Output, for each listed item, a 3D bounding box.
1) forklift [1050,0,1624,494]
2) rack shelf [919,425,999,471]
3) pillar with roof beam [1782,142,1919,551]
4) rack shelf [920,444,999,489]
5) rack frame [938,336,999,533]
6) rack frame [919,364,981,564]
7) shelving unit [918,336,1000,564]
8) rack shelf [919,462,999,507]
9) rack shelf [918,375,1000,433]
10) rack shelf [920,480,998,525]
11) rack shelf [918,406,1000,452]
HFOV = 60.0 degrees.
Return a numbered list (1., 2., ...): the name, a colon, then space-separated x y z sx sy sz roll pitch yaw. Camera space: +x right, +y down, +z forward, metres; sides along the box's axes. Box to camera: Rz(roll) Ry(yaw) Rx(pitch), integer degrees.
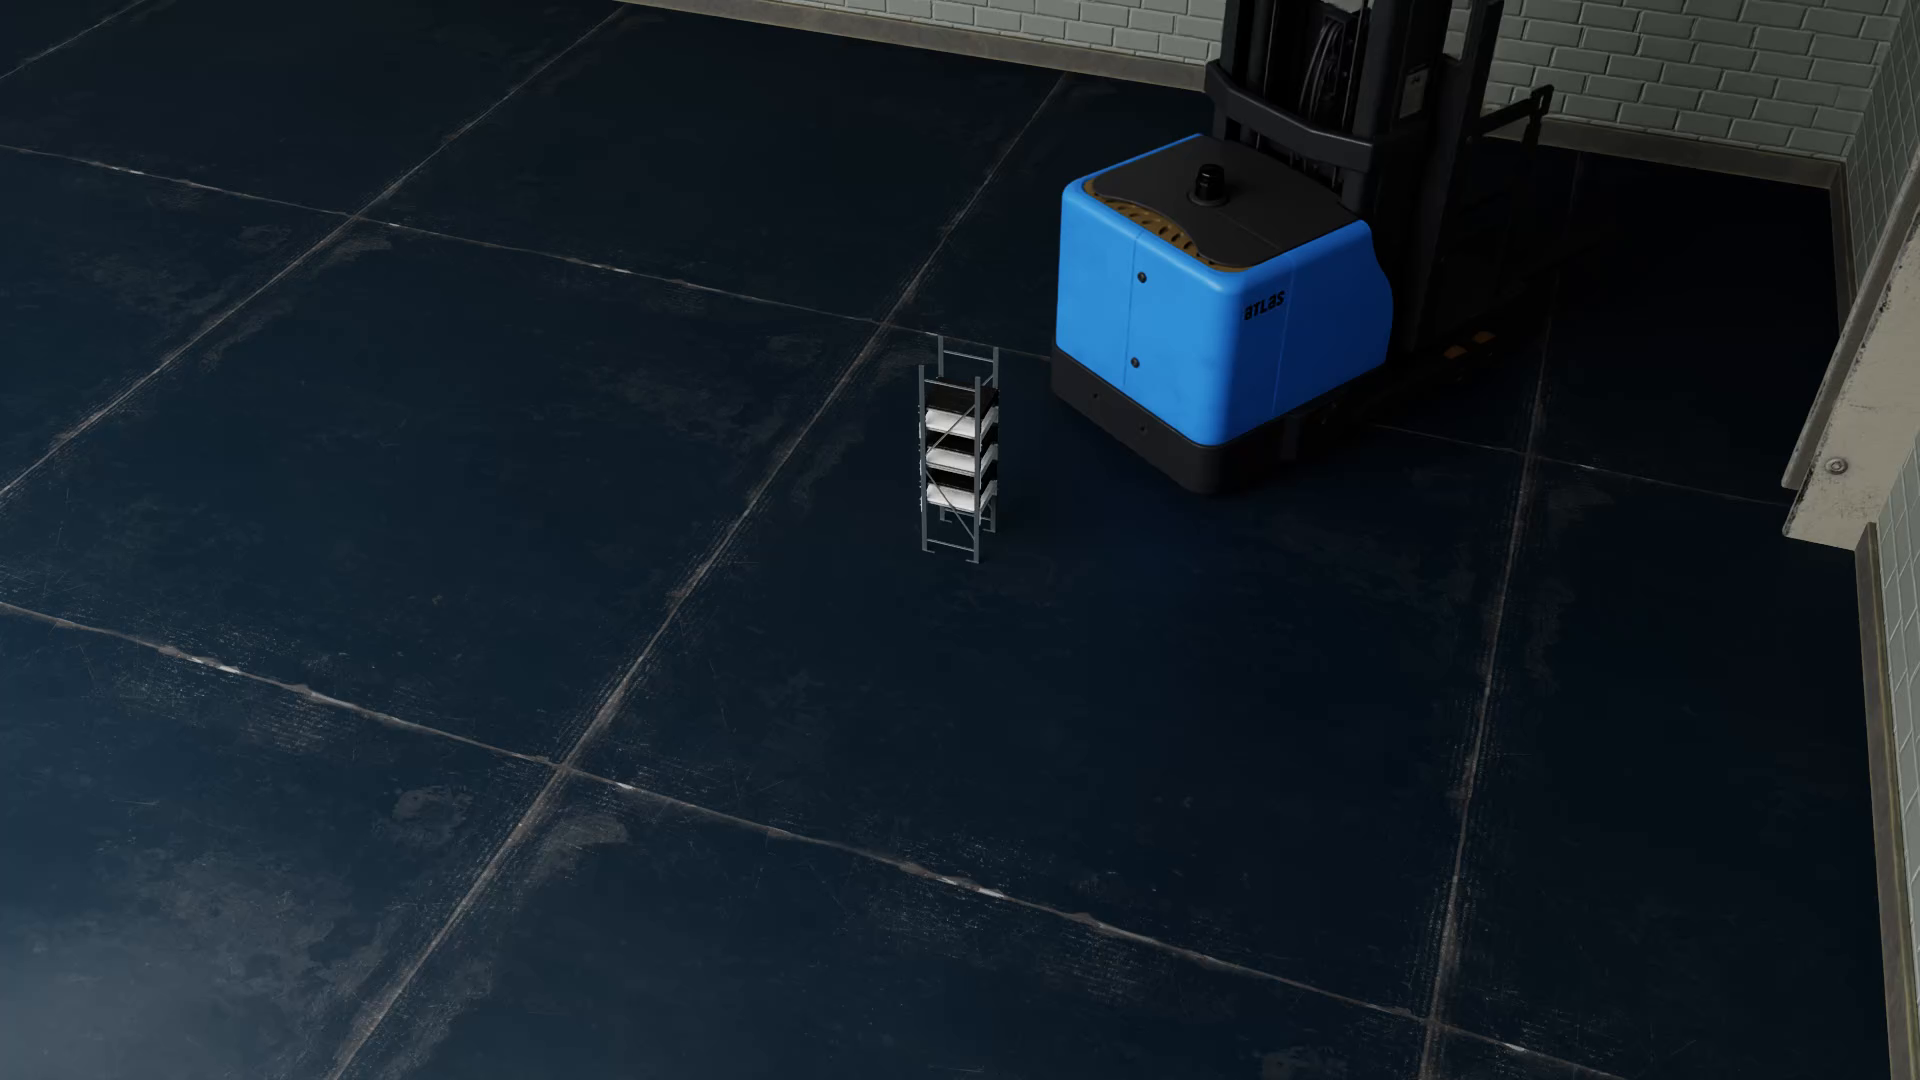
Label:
1. forklift: 1.884 -2.086 6.936 3.031 2.935 1.130 -26 47 -27
2. rack shelf: -0.003 -0.381 6.415 0.258 0.077 0.200 13 42 15
3. pillar with roof beam: -0.482 -4.483 5.072 9.100 9.000 0.400 13 42 15
4. rack shelf: -0.003 -0.312 6.474 0.258 0.077 0.200 13 42 15
5. rack frame: 0.032 -0.399 6.525 0.240 0.900 0.006 13 42 15
6. rack frame: -0.038 -0.275 6.379 0.240 0.900 0.006 13 42 15
7. shelving unit: -0.003 -0.337 6.452 0.258 0.900 0.210 13 42 15
8. rack shelf: -0.003 -0.244 6.532 0.258 0.077 0.200 13 42 15
9. rack shelf: -0.003 -0.517 6.299 0.258 0.077 0.200 13 42 15
10. rack shelf: -0.003 -0.175 6.591 0.258 0.077 0.200 13 42 15
11. rack shelf: -0.003 -0.449 6.357 0.258 0.077 0.200 13 42 15
